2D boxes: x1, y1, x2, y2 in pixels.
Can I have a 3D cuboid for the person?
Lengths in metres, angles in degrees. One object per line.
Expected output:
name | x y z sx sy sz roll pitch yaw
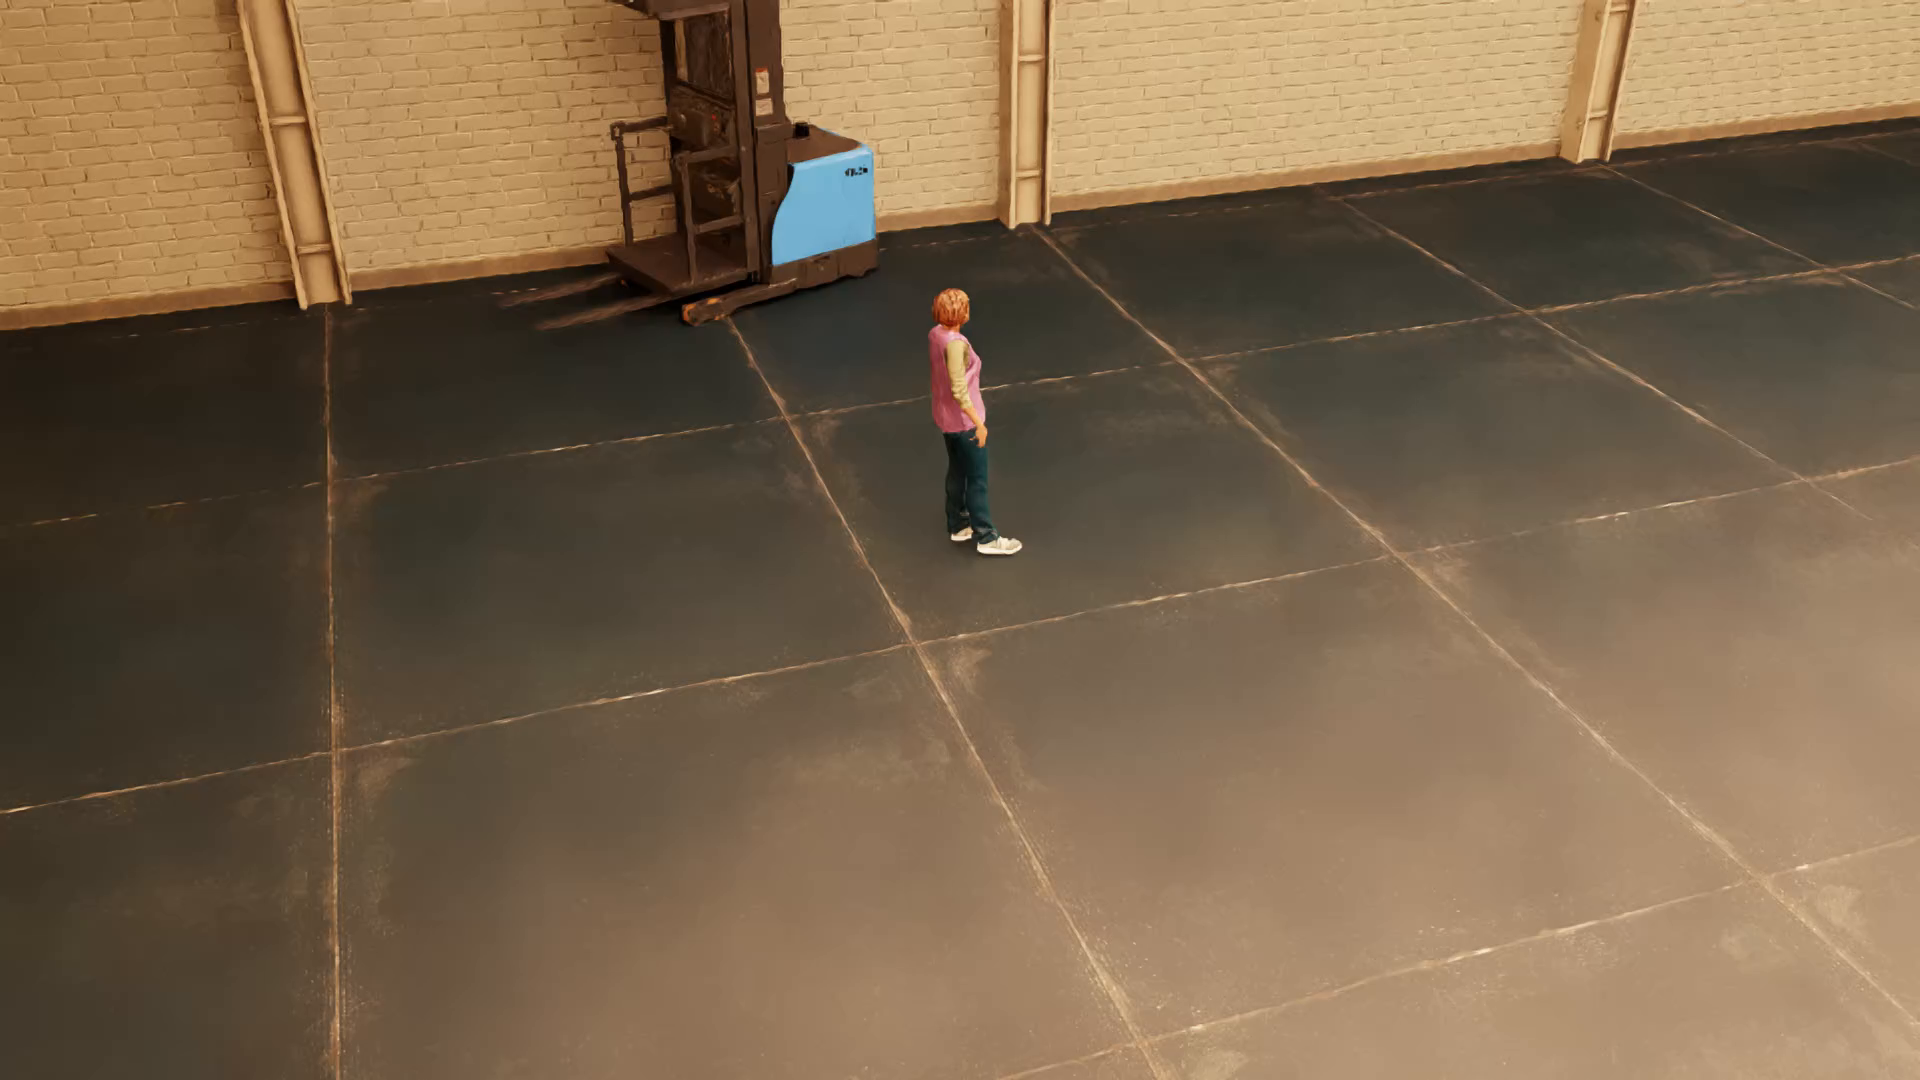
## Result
person | 0.075 -0.697 9.637 0.474 1.583 0.520 -10 31 -16

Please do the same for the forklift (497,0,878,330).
forklift | -2.153 -3.232 12.704 3.031 2.935 1.130 -22 36 -33
